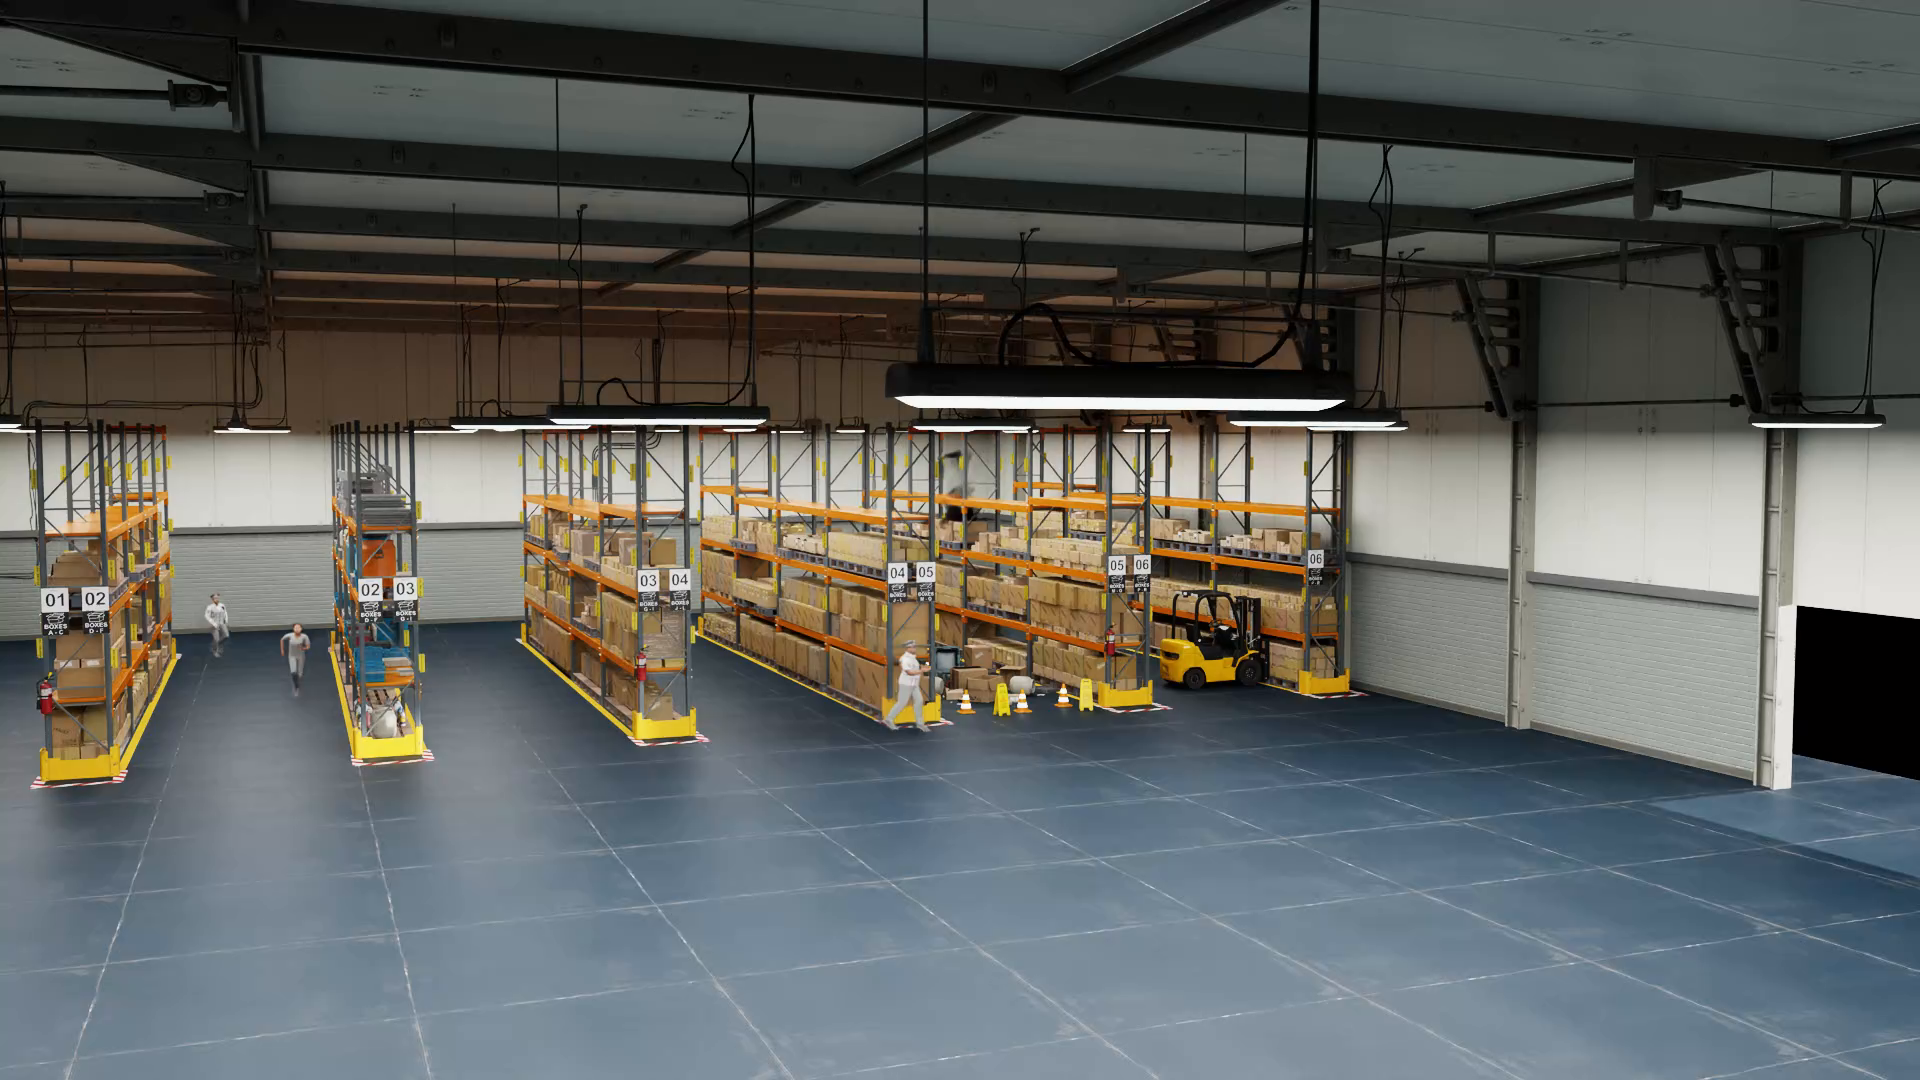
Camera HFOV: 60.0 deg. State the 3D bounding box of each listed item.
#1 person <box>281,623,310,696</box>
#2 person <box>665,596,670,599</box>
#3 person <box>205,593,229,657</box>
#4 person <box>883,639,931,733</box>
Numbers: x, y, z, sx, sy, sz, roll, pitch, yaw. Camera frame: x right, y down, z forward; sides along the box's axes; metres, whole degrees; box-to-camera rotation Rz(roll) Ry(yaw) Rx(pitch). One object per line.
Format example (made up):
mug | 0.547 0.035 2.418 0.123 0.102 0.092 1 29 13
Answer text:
person | -14.532 2.608 36.393 0.594 1.621 0.775 -2 4 -23
person | -7.979 2.046 45.962 0.544 1.594 0.896 -2 4 -25
person | -19.225 2.204 43.122 0.528 1.663 0.639 3 4 37
person | -1.023 2.818 32.116 0.915 1.811 0.641 1 4 14
